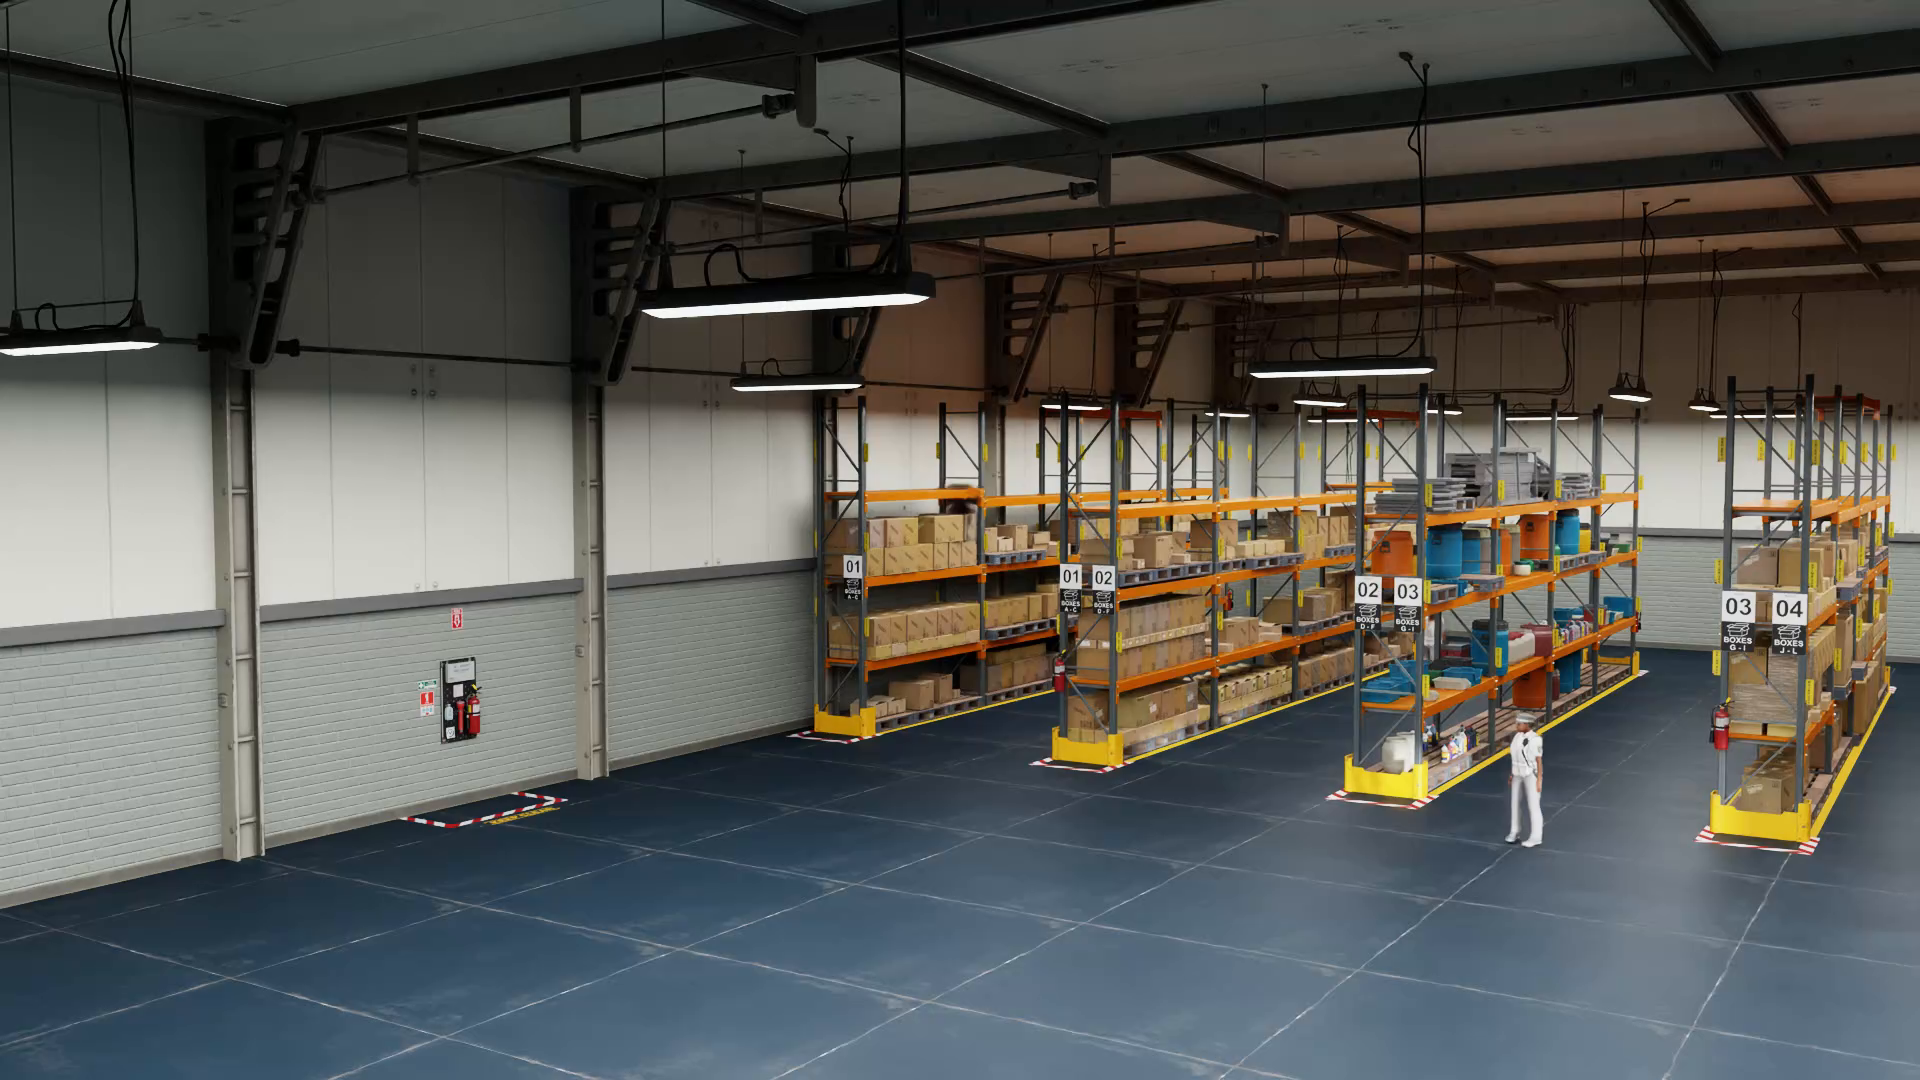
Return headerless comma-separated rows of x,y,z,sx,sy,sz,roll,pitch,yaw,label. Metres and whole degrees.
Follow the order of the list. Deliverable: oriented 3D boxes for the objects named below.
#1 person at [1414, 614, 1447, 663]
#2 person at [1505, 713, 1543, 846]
10.016,2.238,35.447,0.630,1.729,0.975,2,4,39,person
7.218,3.043,21.287,0.396,1.670,0.502,-1,3,-26,person
